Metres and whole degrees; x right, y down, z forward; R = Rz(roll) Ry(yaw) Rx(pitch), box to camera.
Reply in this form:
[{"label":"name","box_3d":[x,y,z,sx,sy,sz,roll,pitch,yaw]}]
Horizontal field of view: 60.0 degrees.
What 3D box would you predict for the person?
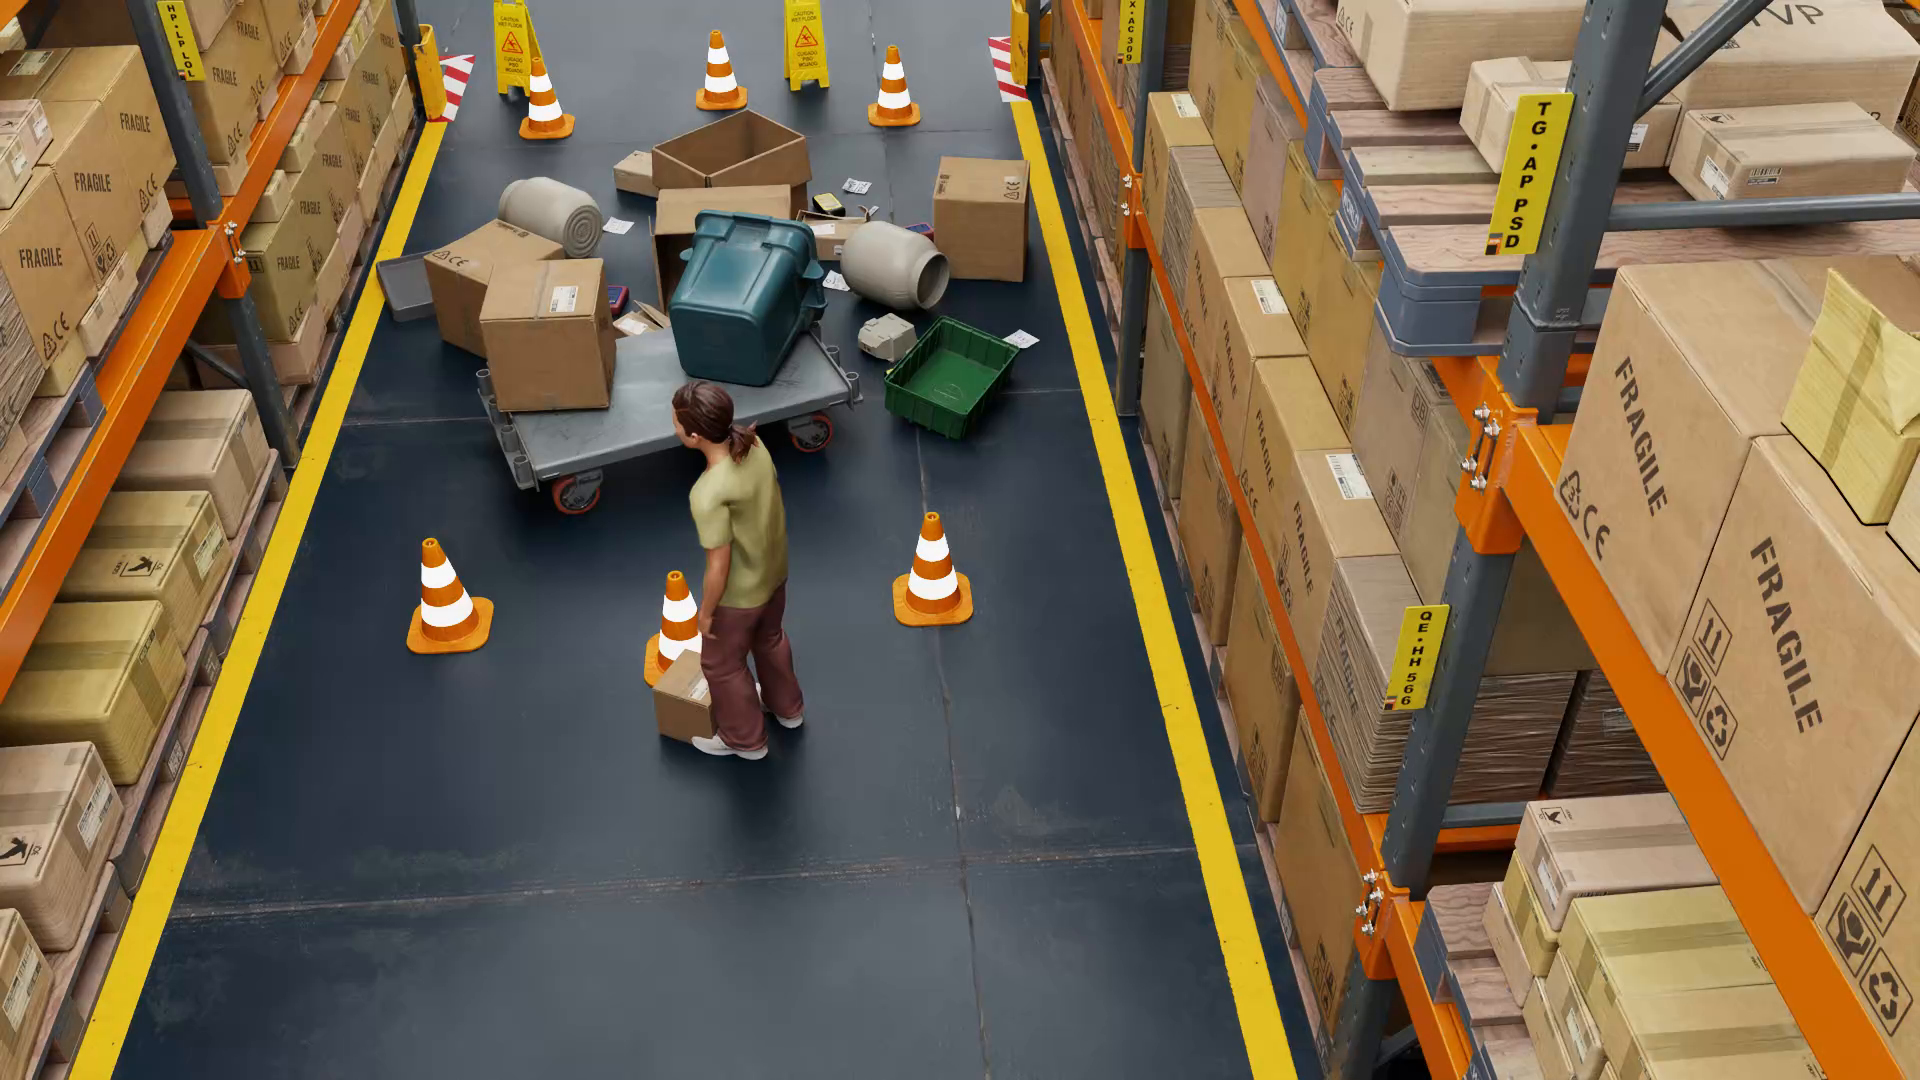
[{"label":"person","box_3d":[-0.823,0.135,5.991,0.407,1.673,0.517,14,41,17]}]
